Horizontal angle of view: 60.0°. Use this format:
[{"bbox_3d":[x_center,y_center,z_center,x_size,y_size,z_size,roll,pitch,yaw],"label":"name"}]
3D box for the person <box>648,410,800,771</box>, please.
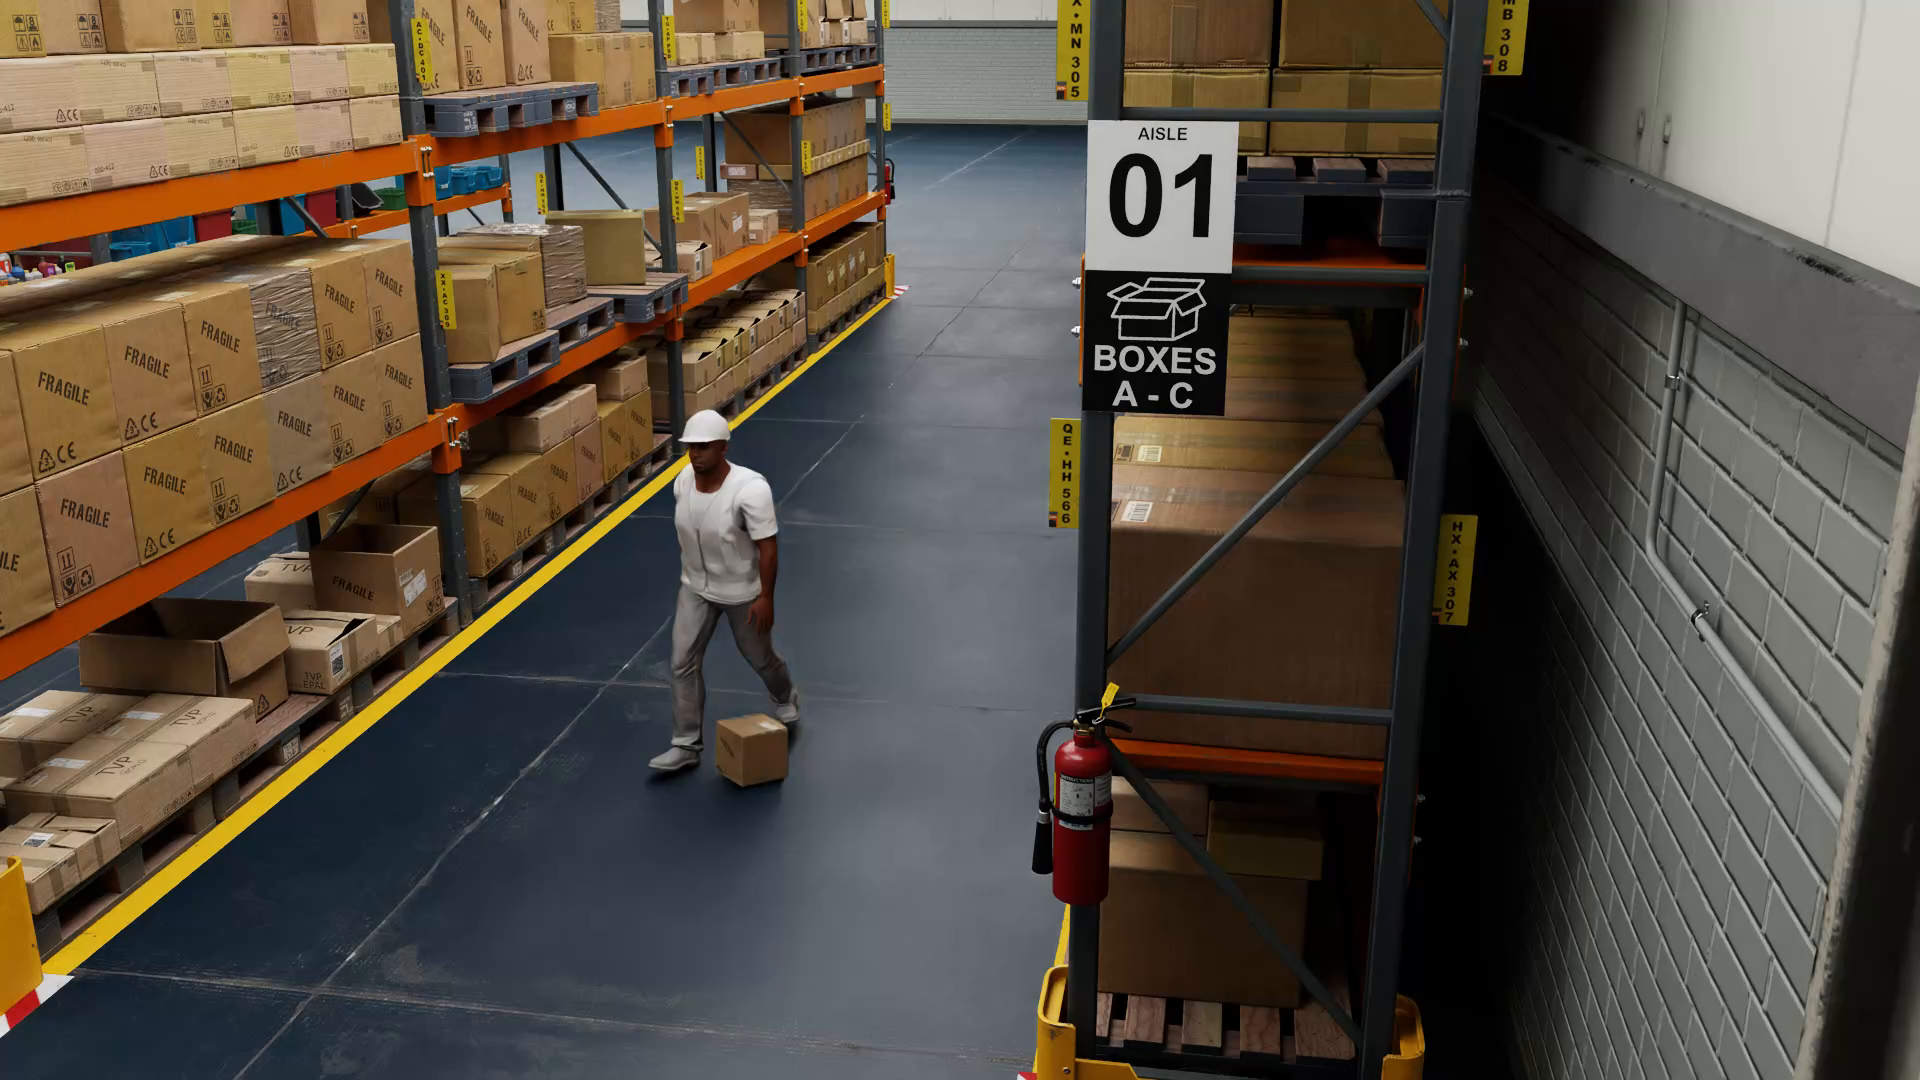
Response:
[{"bbox_3d":[-1.096,0.214,7.891,0.593,1.727,0.944,8,19,23],"label":"person"}]
